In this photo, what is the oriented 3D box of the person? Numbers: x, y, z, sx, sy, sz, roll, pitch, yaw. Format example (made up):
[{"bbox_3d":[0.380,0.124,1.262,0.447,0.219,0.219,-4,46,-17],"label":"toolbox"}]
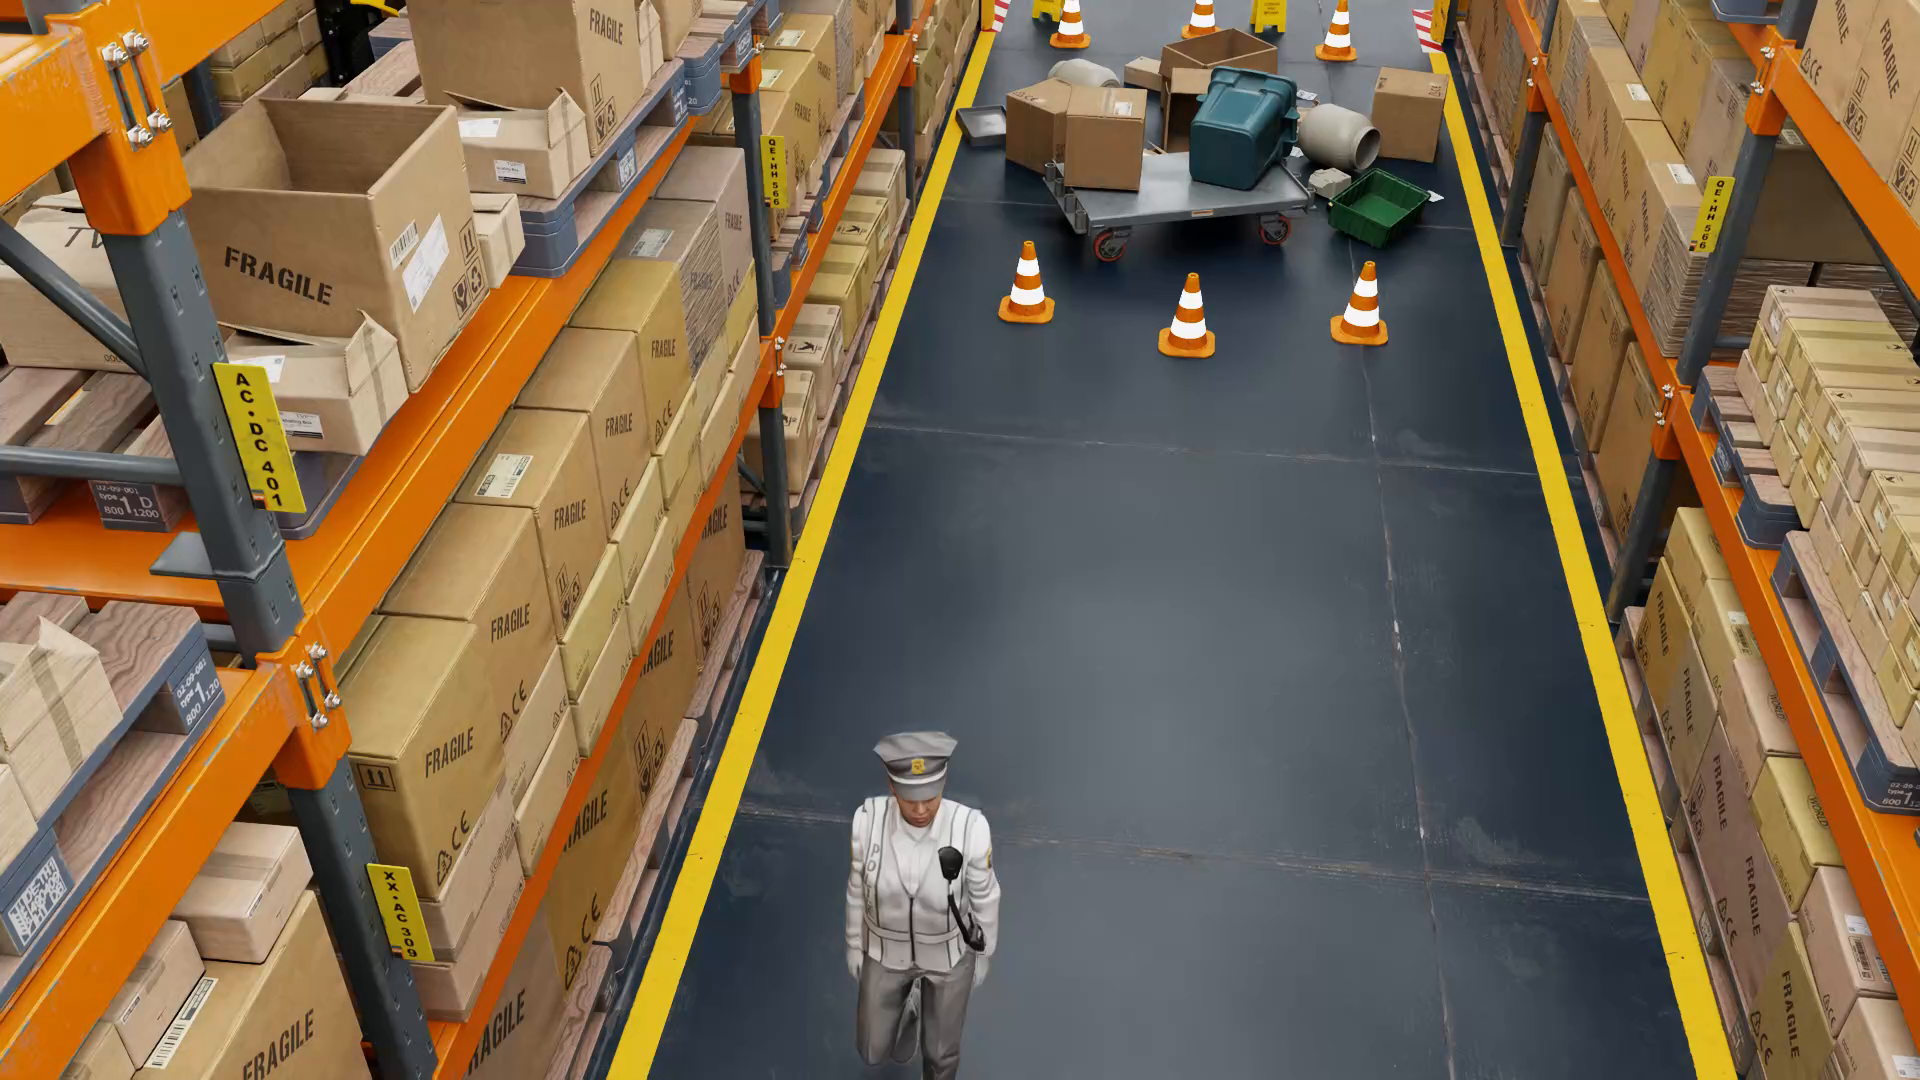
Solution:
[{"bbox_3d":[-0.120,1.262,5.262,0.488,1.677,0.511,4,37,6],"label":"person"}]
